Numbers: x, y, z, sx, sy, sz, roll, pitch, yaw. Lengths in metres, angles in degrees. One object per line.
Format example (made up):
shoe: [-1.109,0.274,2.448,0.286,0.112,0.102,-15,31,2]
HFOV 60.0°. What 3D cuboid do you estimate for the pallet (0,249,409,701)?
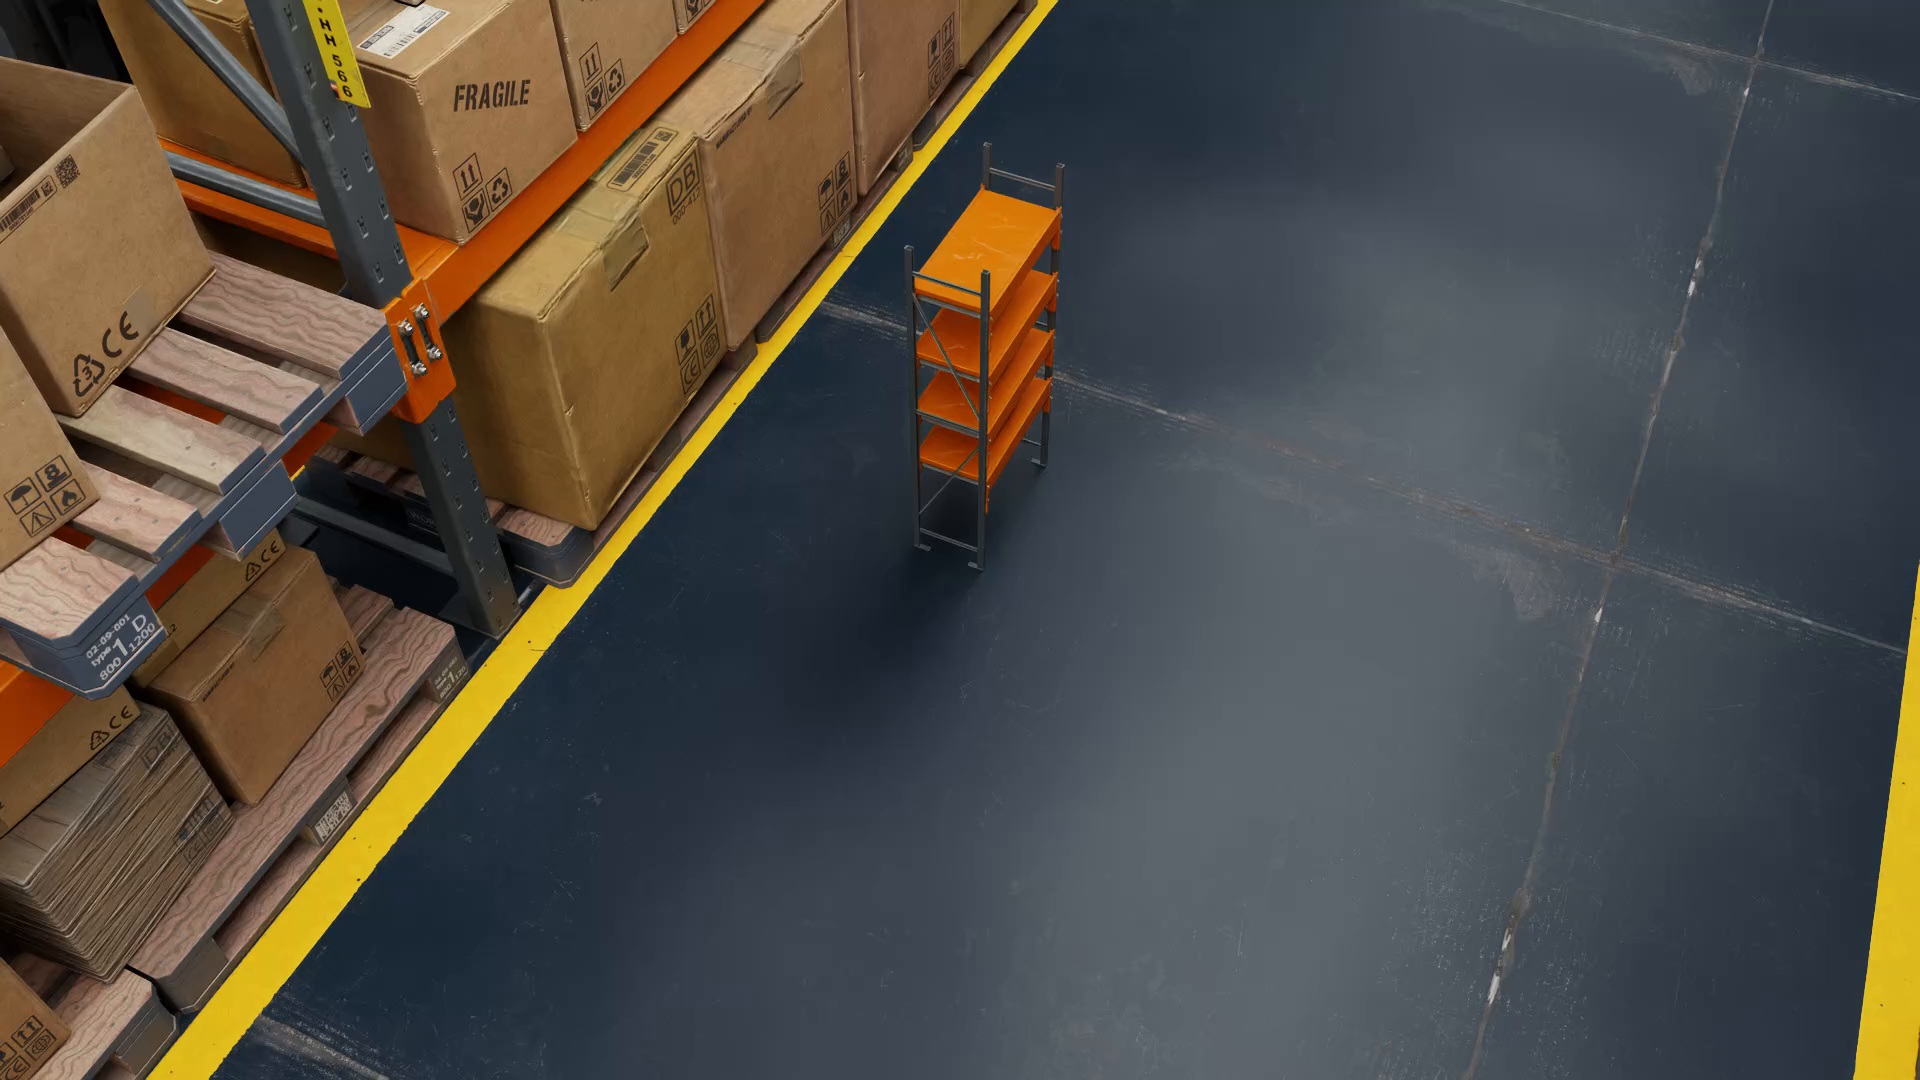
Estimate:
pallet: [-2.015,-0.283,3.647,1.213,0.211,1.003,20,52,16]

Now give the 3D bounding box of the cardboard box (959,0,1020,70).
cardboard box: [-0.354,-2.625,6.633,1.225,0.875,0.875,20,52,16]

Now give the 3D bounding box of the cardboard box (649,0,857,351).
cardboard box: [-1.106,-1.397,5.589,1.225,0.875,0.875,20,52,16]

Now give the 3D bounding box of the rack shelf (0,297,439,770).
rack shelf: [-2.662,0.740,3.123,1.077,0.370,4.000,20,52,16]

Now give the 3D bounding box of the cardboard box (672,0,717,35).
cardboard box: [-0.920,-1.858,4.796,0.500,0.500,0.500,19,52,15]

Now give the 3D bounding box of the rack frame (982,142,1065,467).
rack frame: [0.175,-0.671,5.033,0.240,1.200,0.015,20,52,16]

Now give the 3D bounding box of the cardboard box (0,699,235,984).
cardboard box: [-2.301,0.651,4.079,0.700,0.500,0.500,16,51,13]

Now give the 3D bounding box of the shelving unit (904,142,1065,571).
shelving unit: [0.071,-0.503,4.890,0.258,1.200,0.503,20,52,16]

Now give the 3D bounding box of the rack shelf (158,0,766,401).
rack shelf: [-0.953,-2.014,5.467,1.077,0.370,4.000,20,52,16]

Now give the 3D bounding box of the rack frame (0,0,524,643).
rack frame: [-1.807,-0.870,4.021,1.000,3.000,0.127,20,52,16]

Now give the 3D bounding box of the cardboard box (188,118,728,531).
cardboard box: [-1.494,-0.786,5.069,1.225,0.875,0.875,18,52,14]

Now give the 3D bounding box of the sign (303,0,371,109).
sign: [-1.313,-1.050,3.465,0.100,0.325,0.005,20,52,16]

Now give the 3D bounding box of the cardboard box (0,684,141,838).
cardboard box: [-2.284,0.394,3.805,0.500,0.250,0.500,25,54,20]

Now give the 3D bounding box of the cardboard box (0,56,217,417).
cardboard box: [-2.002,-0.654,3.495,0.500,0.500,0.500,14,51,12]

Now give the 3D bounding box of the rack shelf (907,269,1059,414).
rack shelf: [0.071,-0.604,4.771,0.258,0.148,0.480,20,52,16]

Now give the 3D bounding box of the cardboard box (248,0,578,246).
cardboard box: [-1.354,-1.149,4.192,0.500,0.500,0.500,21,53,17]

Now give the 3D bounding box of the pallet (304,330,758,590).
pallet: [-1.402,-0.485,5.524,1.003,0.211,1.213,20,52,16]

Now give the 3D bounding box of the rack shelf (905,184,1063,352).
rack shelf: [0.071,-0.757,4.591,0.258,0.148,0.480,20,52,16]

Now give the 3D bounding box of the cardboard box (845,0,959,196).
cardboard box: [-0.735,-2.009,6.109,1.225,0.875,0.875,18,52,15]

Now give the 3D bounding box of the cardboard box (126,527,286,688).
cardboard box: [-2.066,0.026,4.119,0.500,0.250,0.500,22,53,18]

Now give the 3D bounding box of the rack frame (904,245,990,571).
rack frame: [-0.034,-0.335,4.747,0.240,1.200,0.015,20,52,16]

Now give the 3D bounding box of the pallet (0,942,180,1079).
pallet: [-2.665,1.408,3.913,1.003,0.211,1.213,20,52,16]

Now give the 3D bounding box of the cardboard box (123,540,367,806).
cardboard box: [-2.075,0.265,4.407,0.700,0.500,0.500,17,52,14]

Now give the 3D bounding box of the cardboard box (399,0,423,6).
cardboard box: [-1.480,-1.726,4.025,0.797,0.503,0.637,21,53,17]

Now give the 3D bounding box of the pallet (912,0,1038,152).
pallet: [-0.360,-2.165,6.954,1.003,0.211,1.213,20,52,16]

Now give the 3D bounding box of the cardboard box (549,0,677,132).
cardboard box: [-1.135,-1.505,4.495,0.500,0.500,0.500,19,52,15]

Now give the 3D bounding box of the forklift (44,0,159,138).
forklift: [-3.655,-2.454,5.413,1.130,2.935,3.031,26,54,20]

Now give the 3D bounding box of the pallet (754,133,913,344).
pallet: [-0.880,-1.322,6.236,1.003,0.211,1.213,20,52,16]

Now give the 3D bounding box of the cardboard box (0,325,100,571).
cardboard box: [-2.150,-0.237,3.141,0.700,0.500,0.500,27,55,21]

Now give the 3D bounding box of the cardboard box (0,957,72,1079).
cardboard box: [-2.537,1.044,3.745,0.700,0.500,0.500,24,54,19]

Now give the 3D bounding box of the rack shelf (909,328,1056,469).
rack shelf: [0.071,-0.459,4.941,0.258,0.148,0.480,20,52,16]

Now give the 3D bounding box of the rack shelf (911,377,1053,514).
rack shelf: [0.071,-0.331,5.092,0.258,0.148,0.480,20,52,16]

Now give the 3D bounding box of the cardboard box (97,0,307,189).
cardboard box: [-1.820,-1.323,4.340,0.500,0.500,0.500,21,53,17]

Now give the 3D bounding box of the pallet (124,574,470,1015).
pallet: [-2.142,0.571,4.625,1.003,0.211,1.213,20,52,16]
